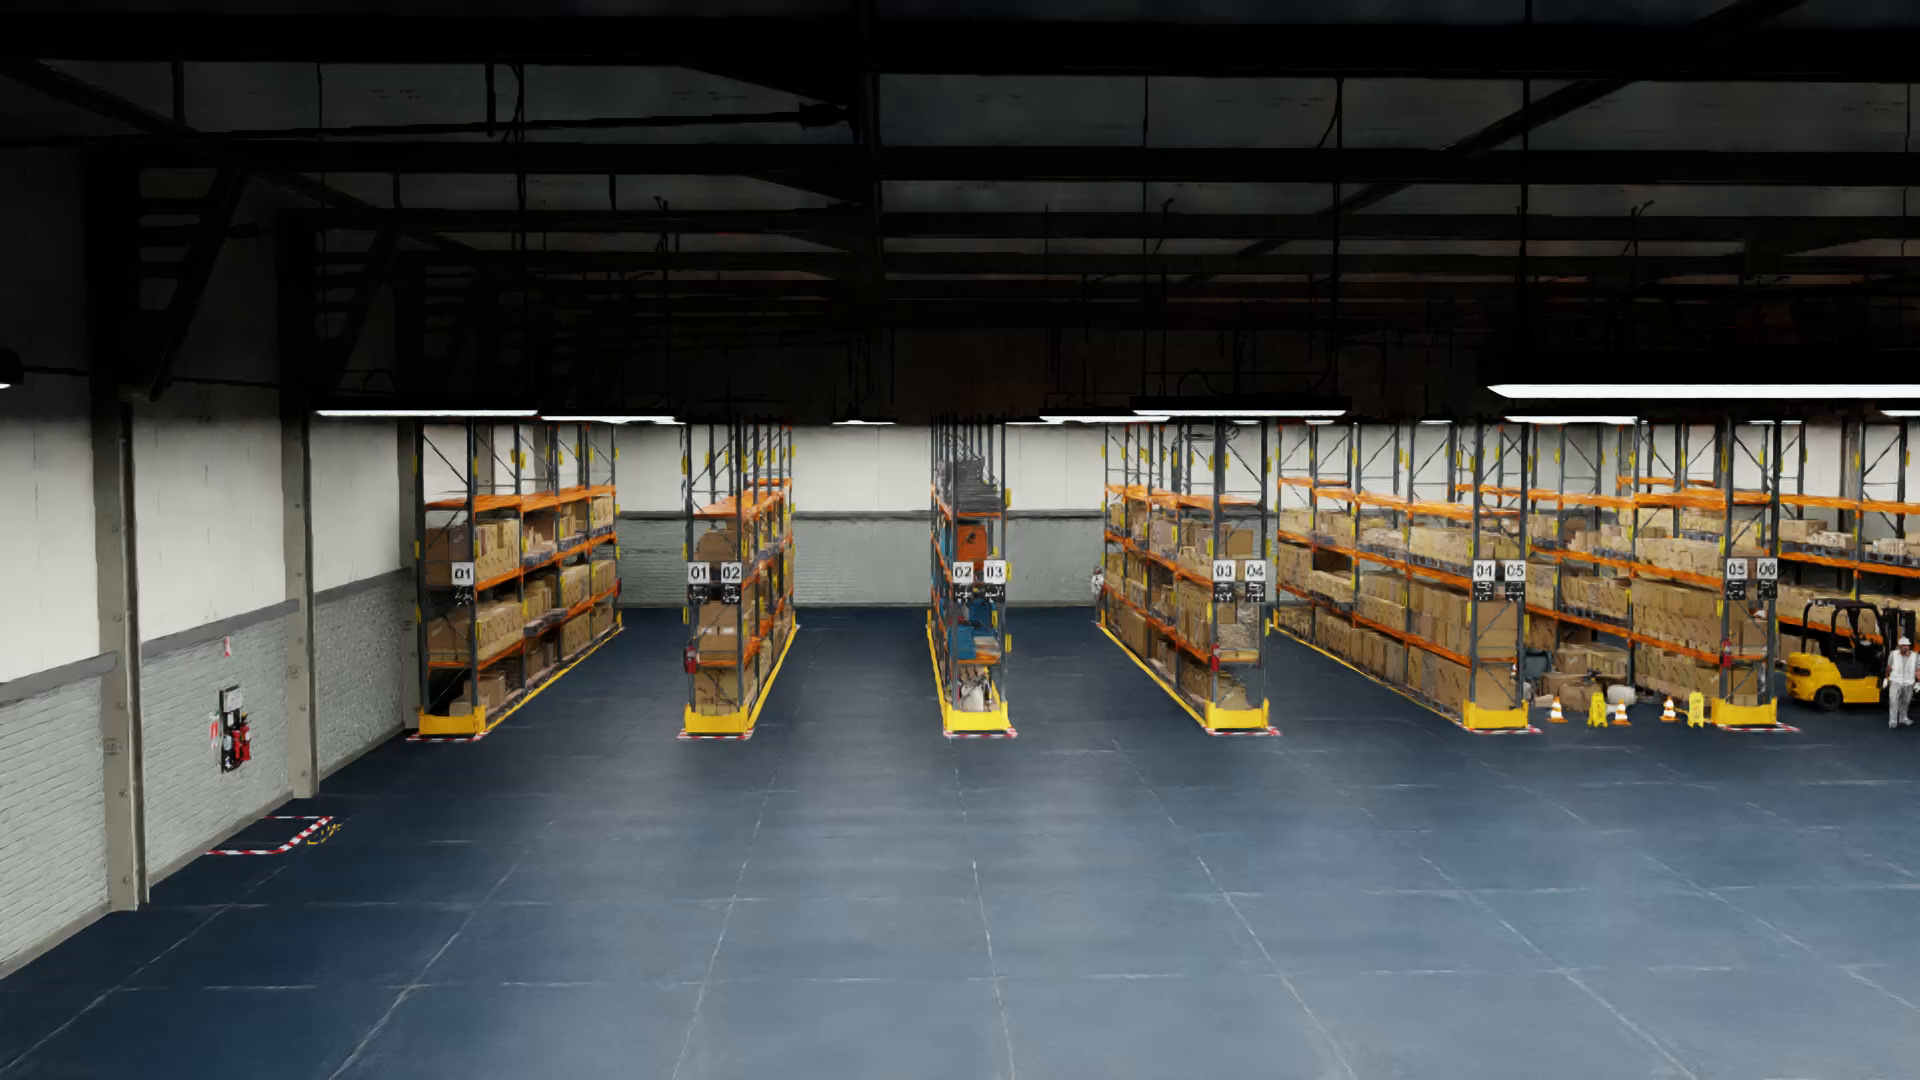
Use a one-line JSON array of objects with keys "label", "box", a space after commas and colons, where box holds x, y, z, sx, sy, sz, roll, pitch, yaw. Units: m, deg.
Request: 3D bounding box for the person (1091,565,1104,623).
[{"label": "person", "box": [4.098, 1.574, 48.718, 0.513, 1.684, 0.464, -3, 5, -33]}]

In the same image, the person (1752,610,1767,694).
[{"label": "person", "box": [17.111, 2.384, 35.709, 0.490, 1.787, 0.608, 2, 4, 27]}]

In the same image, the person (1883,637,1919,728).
[{"label": "person", "box": [17.946, 2.702, 31.667, 0.608, 1.741, 0.963, 1, 4, 21]}]
